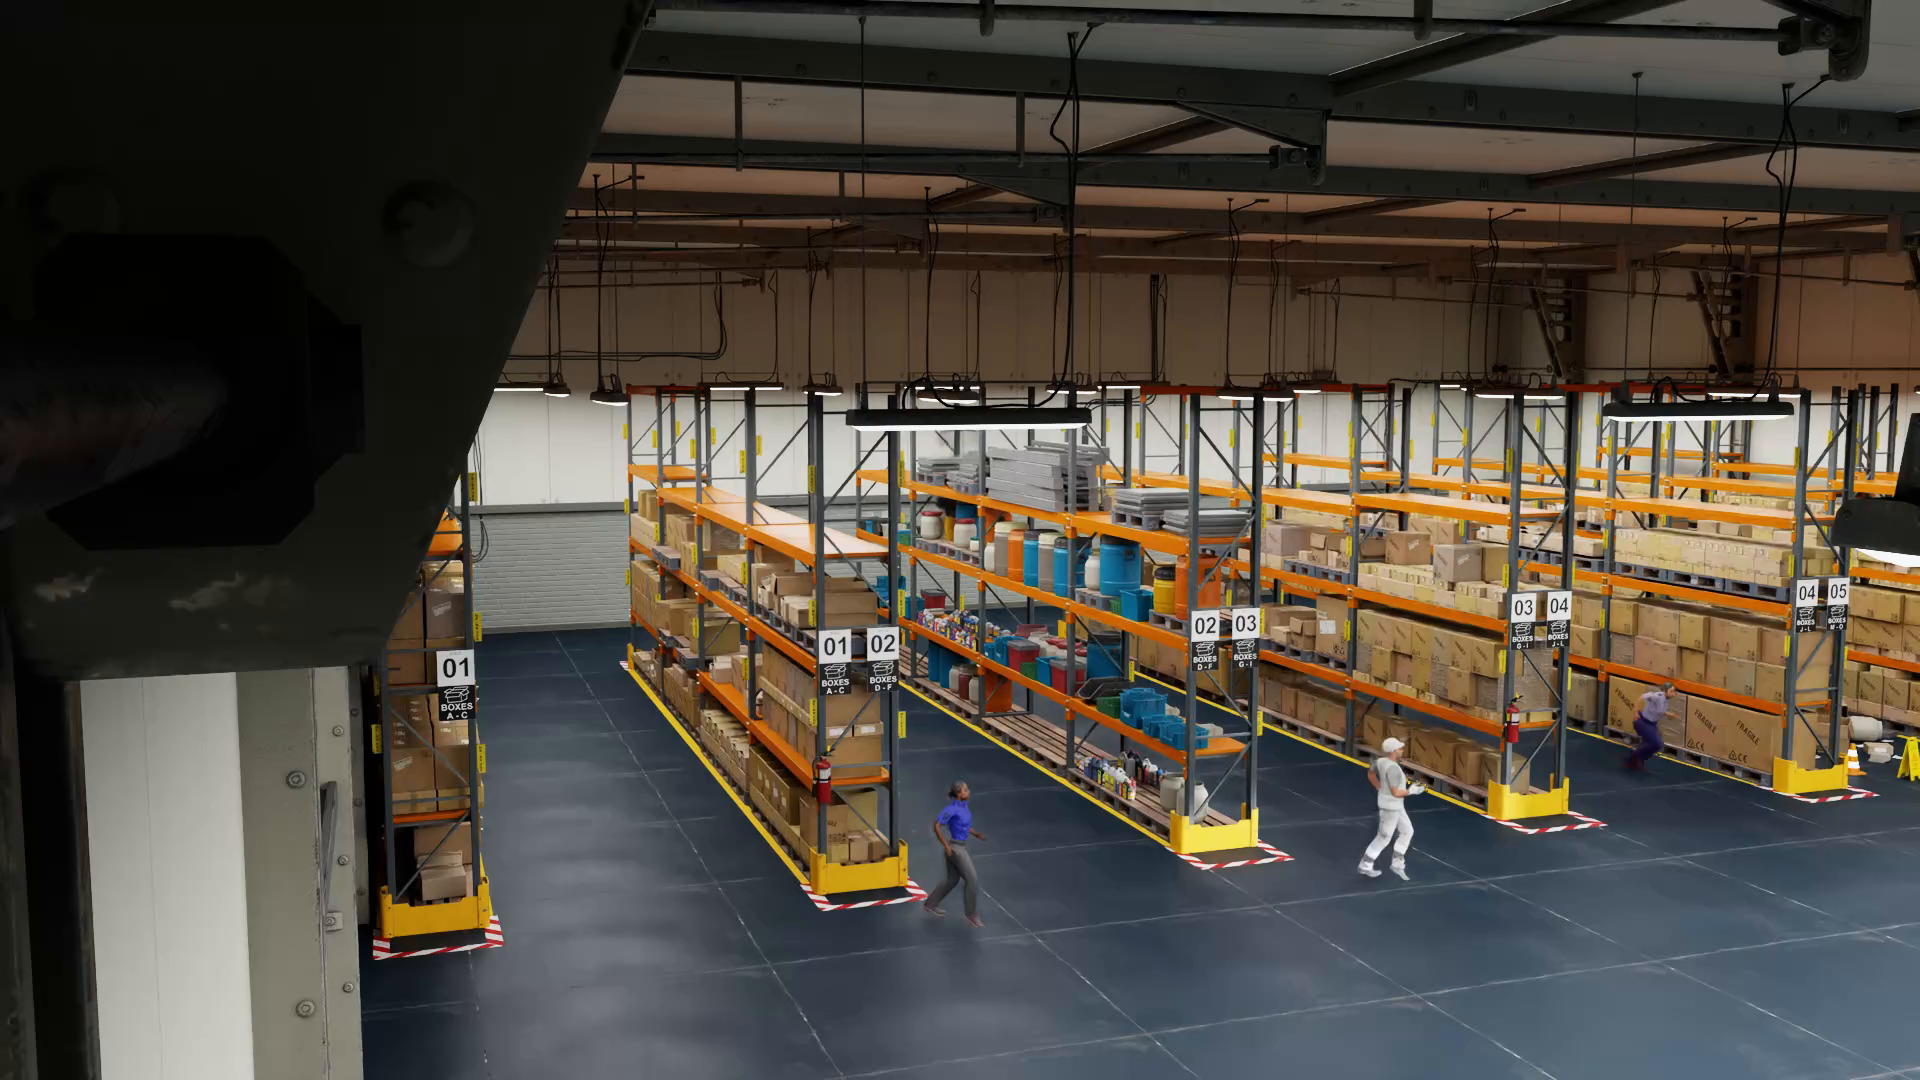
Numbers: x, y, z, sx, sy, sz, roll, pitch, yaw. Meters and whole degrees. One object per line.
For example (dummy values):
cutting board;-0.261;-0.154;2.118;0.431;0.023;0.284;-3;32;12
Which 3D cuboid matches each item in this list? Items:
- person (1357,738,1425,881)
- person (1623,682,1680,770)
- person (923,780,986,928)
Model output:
person;5.304;3.336;20.477;0.774;1.841;0.630;1;6;9
person;10.773;2.926;25.952;0.637;1.467;0.852;-5;8;-41
person;-0.059;3.579;18.935;0.751;1.717;0.582;1;6;11
